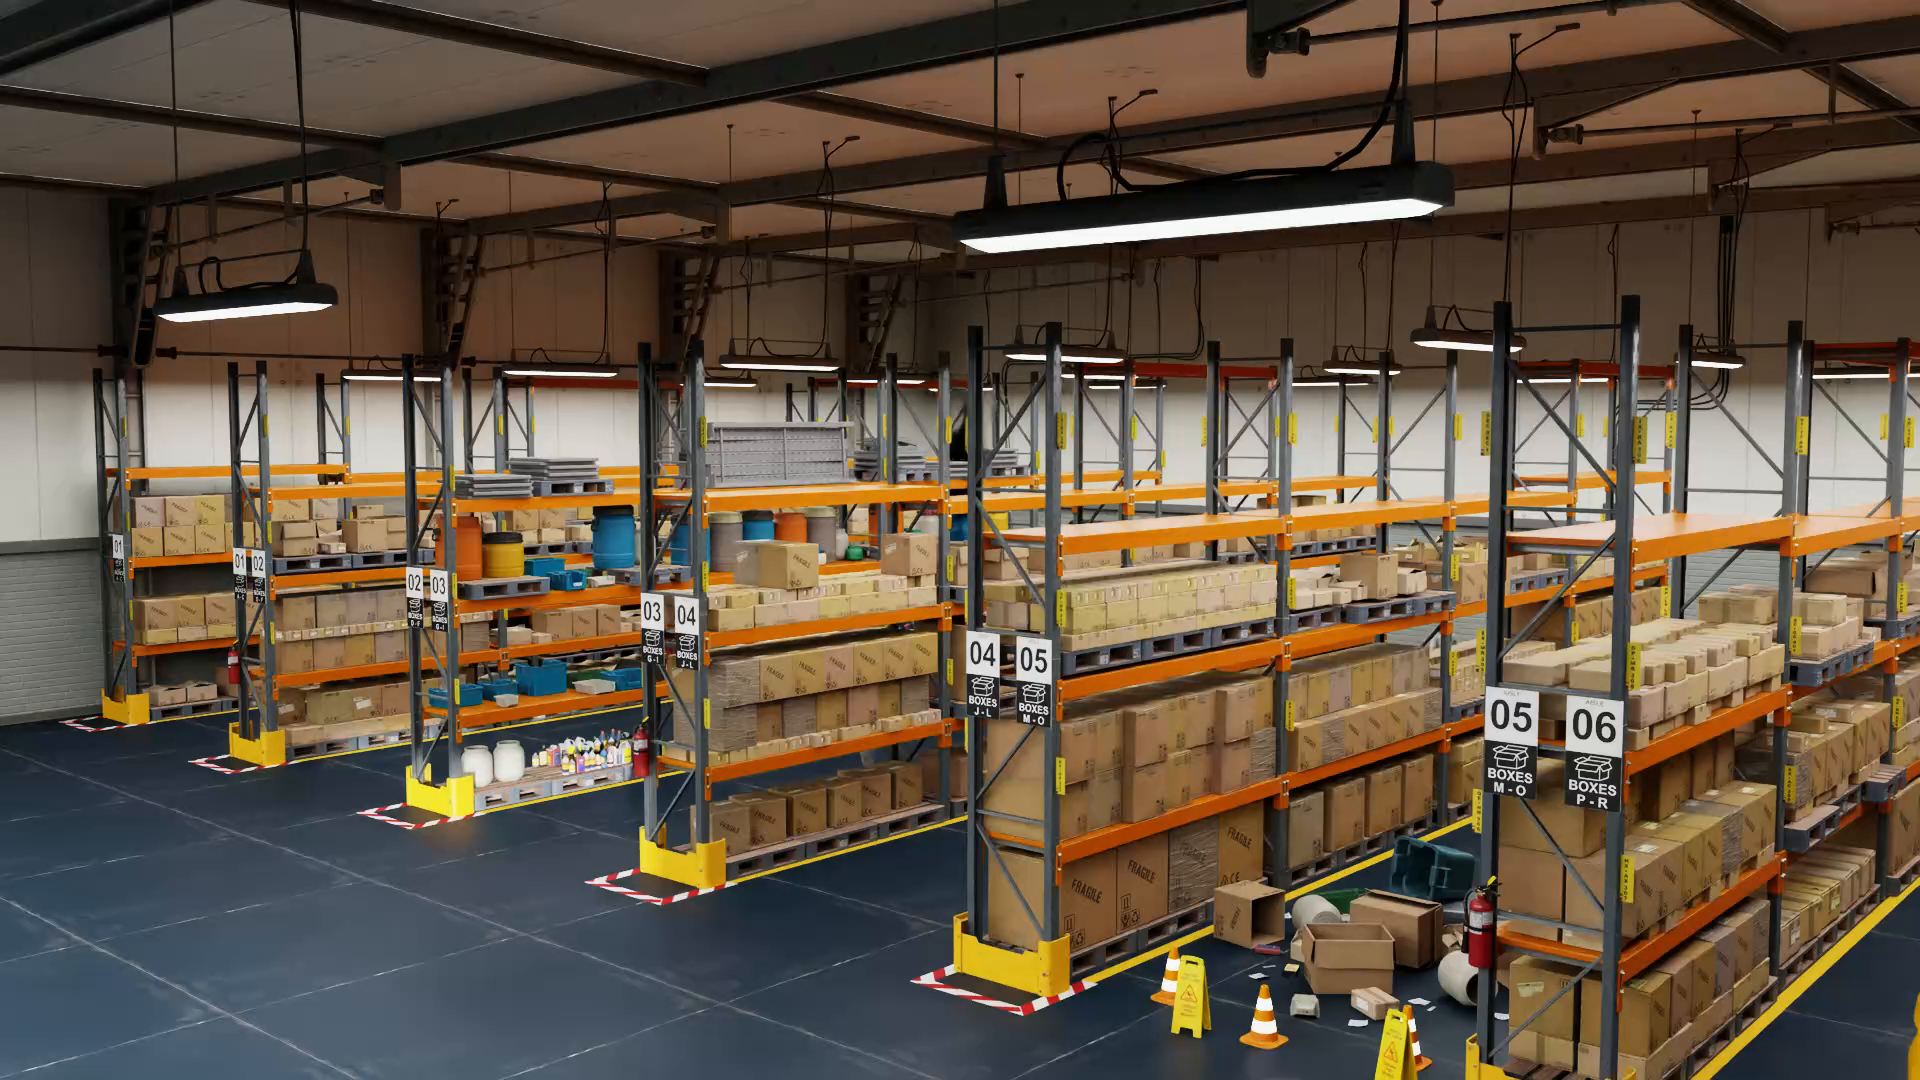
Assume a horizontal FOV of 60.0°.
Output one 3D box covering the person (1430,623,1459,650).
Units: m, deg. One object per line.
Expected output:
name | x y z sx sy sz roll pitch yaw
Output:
person | 8.609 2.215 29.526 0.553 1.548 0.587 1 4 7

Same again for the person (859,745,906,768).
person | -1.104 2.583 23.523 0.650 1.783 0.965 3 5 39

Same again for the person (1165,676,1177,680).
person | 3.049 2.632 23.340 0.599 1.680 0.952 4 6 44
